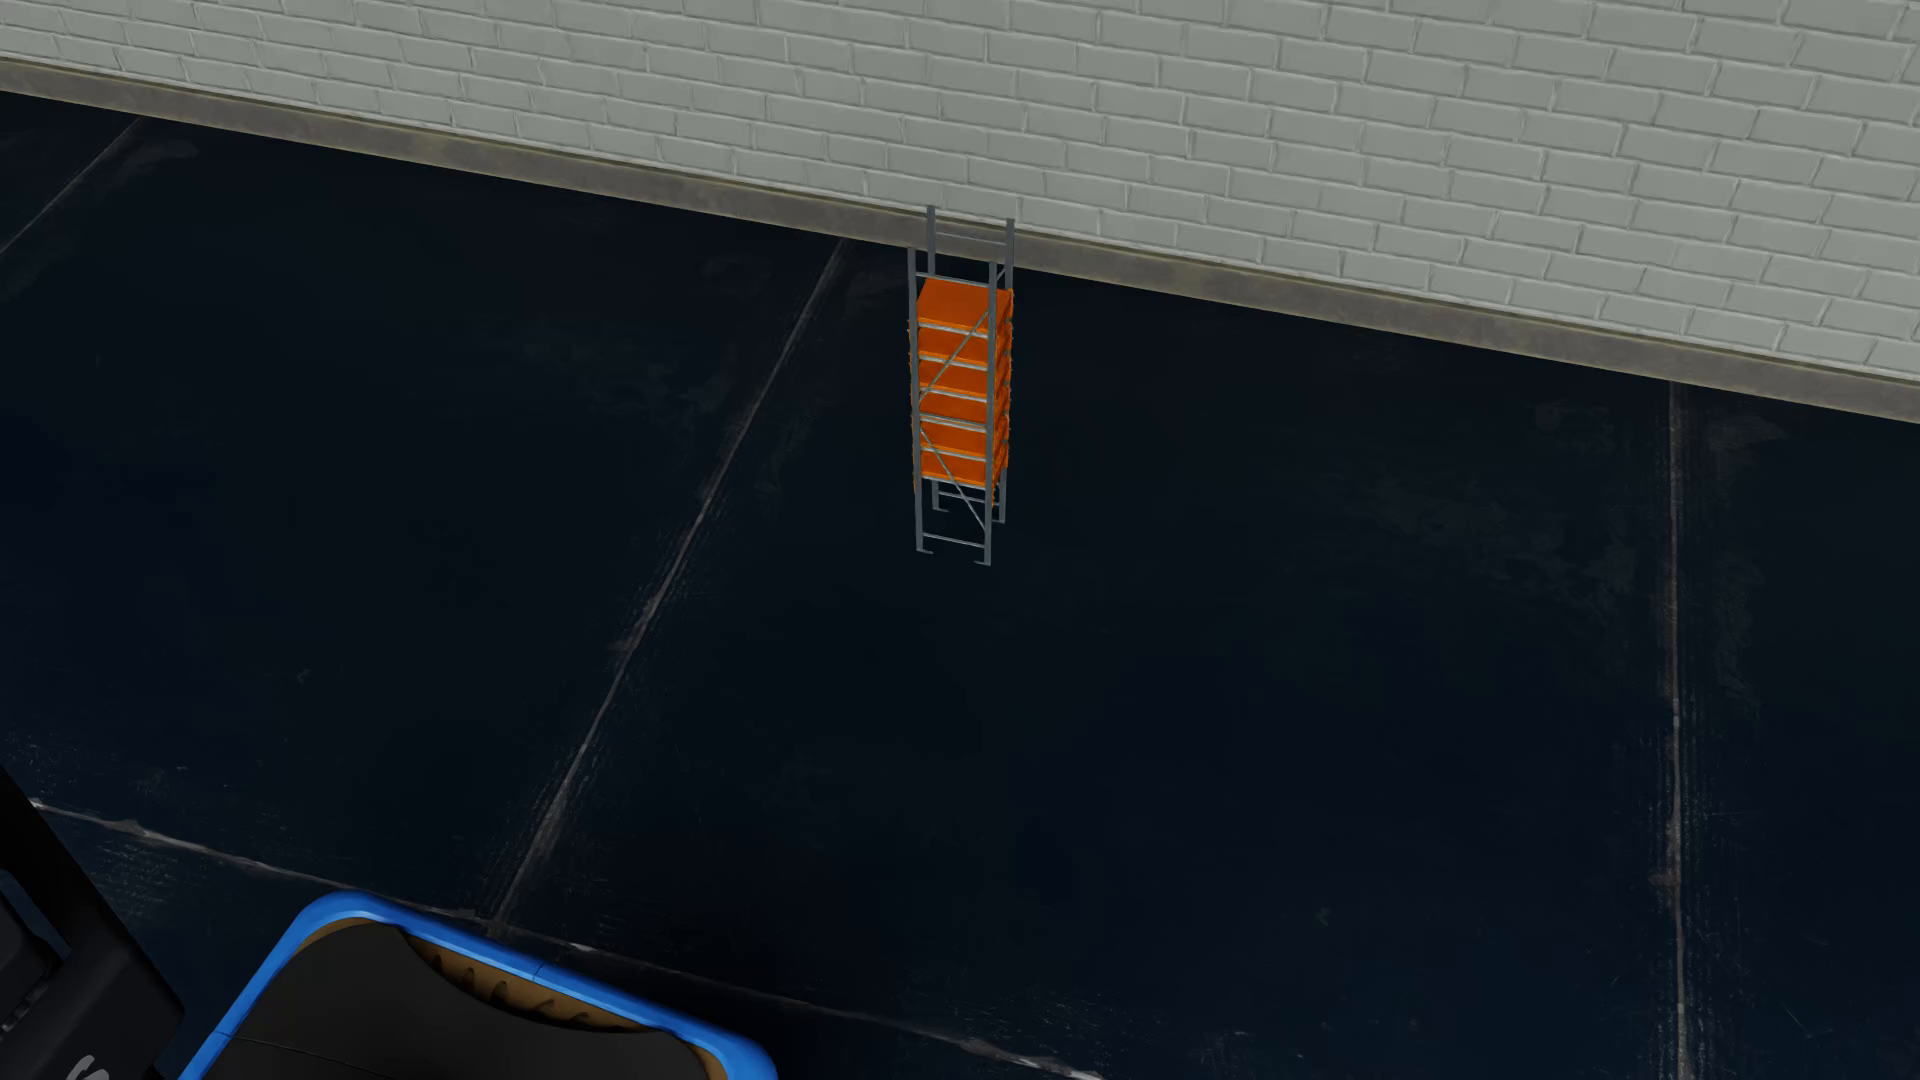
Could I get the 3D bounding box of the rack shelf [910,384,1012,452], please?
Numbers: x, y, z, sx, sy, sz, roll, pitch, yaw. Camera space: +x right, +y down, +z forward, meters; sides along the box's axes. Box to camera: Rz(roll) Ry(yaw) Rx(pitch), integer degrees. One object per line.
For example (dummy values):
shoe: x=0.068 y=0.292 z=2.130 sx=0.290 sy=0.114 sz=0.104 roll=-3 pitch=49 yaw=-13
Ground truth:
rack shelf: x=0.004 y=-0.378 z=4.843 sx=0.258 sy=0.103 sz=0.180 roll=12 pitch=50 yaw=10

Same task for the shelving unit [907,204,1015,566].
shelving unit: x=0.004 y=-0.408 z=4.809 sx=0.258 sy=1.200 sz=0.189 roll=12 pitch=50 yaw=10

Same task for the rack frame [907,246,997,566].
rack frame: x=-0.020 y=-0.341 z=4.751 sx=0.240 sy=1.200 sz=0.006 roll=12 pitch=50 yaw=10

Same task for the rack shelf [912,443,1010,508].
rack shelf: x=0.004 y=-0.219 z=5.023 sx=0.258 sy=0.103 sz=0.180 roll=12 pitch=50 yaw=10

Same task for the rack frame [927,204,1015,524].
rack frame: x=0.028 y=-0.474 z=4.868 sx=0.240 sy=1.200 sz=0.006 roll=12 pitch=50 yaw=10

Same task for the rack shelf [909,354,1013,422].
rack shelf: x=0.004 y=-0.458 z=4.753 sx=0.258 sy=0.103 sz=0.180 roll=12 pitch=50 yaw=10

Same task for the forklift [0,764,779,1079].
forklift: x=-1.322 y=1.565 z=1.914 sx=1.130 sy=2.935 sz=3.031 roll=16 pitch=51 yaw=14

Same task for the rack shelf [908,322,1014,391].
rack shelf: x=0.004 y=-0.537 z=4.663 sx=0.258 sy=0.103 sz=0.180 roll=12 pitch=50 yaw=10

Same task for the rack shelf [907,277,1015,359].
rack shelf: x=0.004 y=-0.616 z=4.573 sx=0.258 sy=0.103 sz=0.180 roll=12 pitch=50 yaw=10

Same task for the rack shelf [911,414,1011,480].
rack shelf: x=0.004 y=-0.299 z=4.933 sx=0.258 sy=0.103 sz=0.180 roll=12 pitch=50 yaw=10
